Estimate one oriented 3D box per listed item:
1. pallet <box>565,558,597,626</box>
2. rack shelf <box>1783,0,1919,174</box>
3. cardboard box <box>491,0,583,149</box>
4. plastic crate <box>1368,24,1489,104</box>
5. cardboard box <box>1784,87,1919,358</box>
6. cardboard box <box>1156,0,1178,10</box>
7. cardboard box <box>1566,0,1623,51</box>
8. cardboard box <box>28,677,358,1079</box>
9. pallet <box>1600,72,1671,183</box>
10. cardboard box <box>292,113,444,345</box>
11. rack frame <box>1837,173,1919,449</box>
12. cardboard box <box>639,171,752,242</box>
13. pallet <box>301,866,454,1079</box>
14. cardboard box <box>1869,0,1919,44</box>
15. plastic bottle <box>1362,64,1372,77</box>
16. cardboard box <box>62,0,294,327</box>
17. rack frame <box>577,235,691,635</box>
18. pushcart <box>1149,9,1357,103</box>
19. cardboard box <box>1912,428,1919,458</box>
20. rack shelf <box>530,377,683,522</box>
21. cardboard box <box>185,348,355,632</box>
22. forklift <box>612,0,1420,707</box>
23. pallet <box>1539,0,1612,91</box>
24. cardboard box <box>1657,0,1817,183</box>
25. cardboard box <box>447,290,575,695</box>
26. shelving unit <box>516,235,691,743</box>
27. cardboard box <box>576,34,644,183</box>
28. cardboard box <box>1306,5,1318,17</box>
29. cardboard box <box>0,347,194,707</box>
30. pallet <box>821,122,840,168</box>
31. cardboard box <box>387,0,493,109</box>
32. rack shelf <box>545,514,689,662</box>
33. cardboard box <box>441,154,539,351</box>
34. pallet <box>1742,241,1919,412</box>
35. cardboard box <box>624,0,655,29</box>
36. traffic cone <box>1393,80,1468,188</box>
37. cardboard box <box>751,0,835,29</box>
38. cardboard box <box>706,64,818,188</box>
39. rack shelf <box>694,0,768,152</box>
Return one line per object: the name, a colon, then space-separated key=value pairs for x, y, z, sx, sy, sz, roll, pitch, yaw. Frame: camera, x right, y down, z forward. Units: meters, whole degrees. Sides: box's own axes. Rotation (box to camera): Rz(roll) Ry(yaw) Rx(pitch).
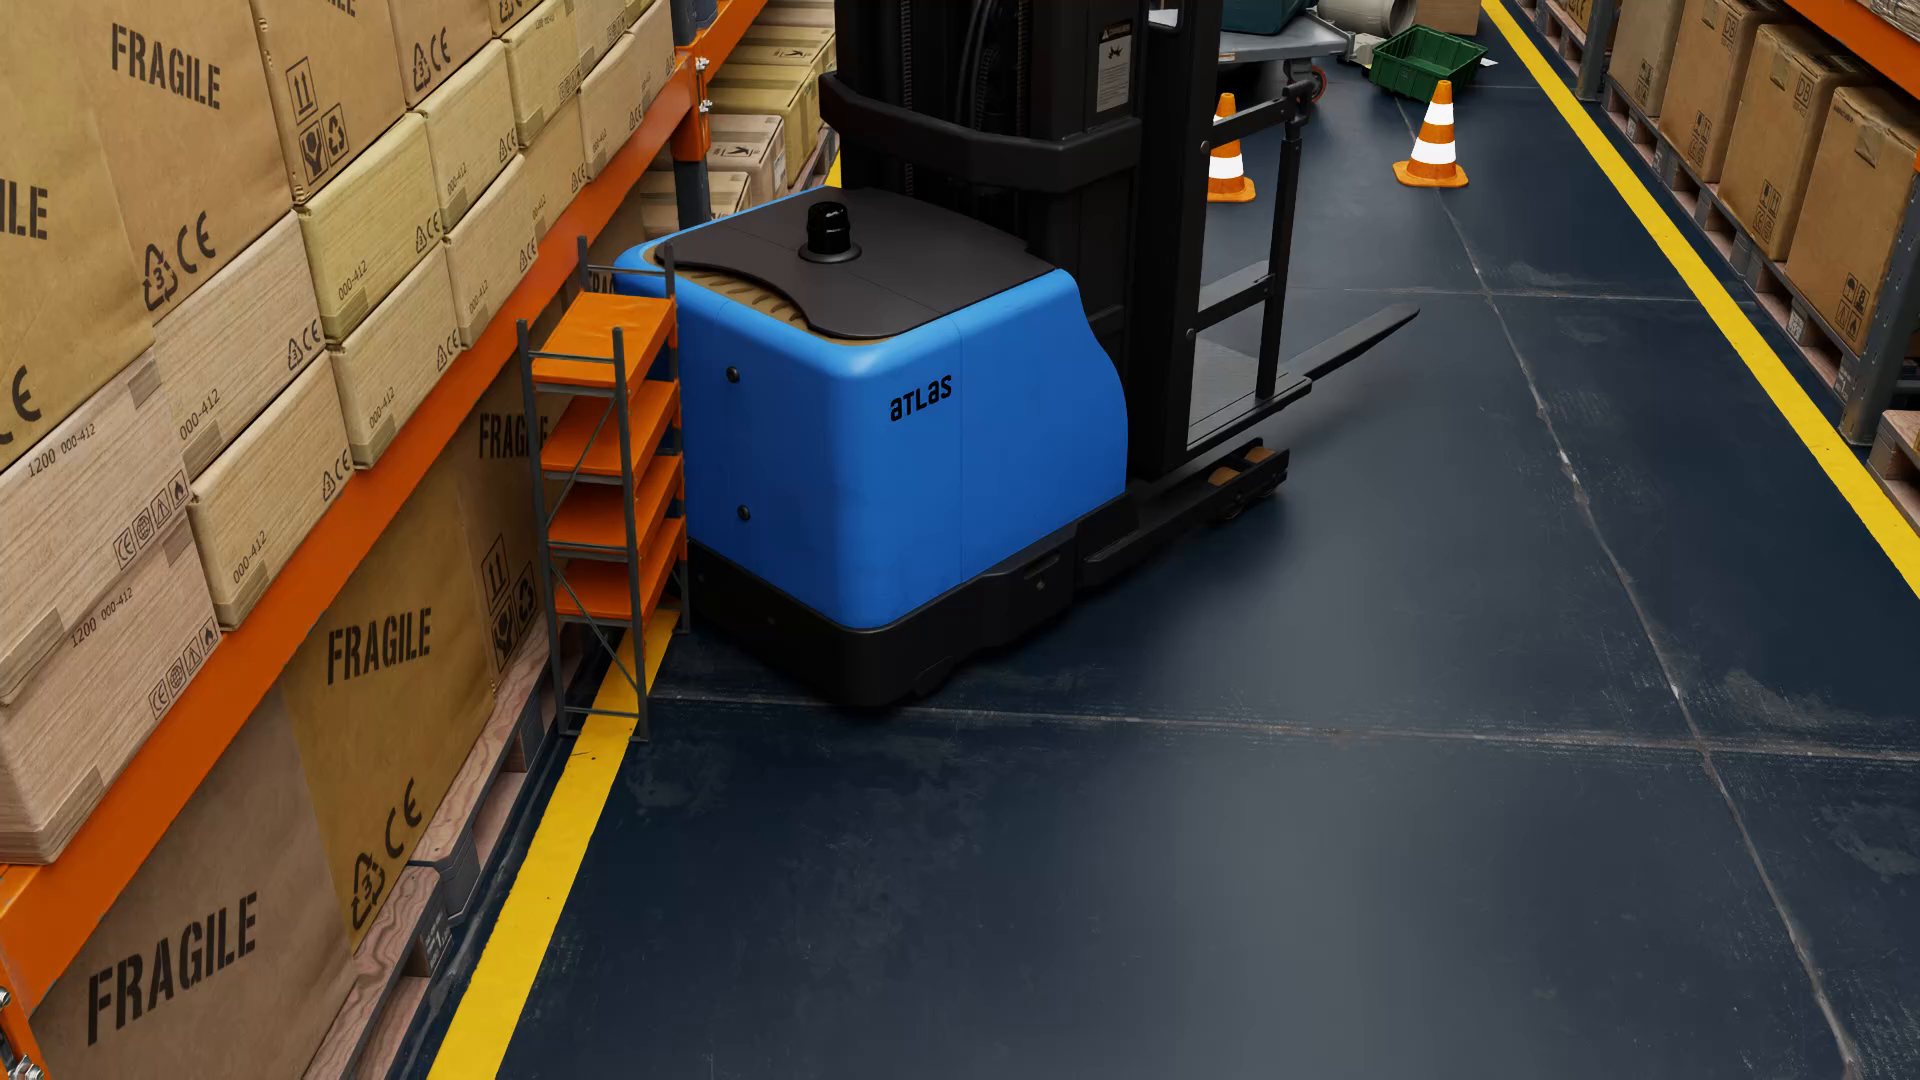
pallet: x=-1.491 y=-0.170 z=5.325 sx=1.003 sy=0.211 sz=1.213 roll=2 pitch=32 yaw=4
rack shelf: x=3.753 y=-2.347 z=6.886 sx=1.077 sy=0.370 sz=4.000 roll=2 pitch=32 yaw=4
cardboard box: x=-1.197 y=-1.114 z=3.866 sx=0.500 sy=0.250 sz=0.500 roll=2 pitch=32 yaw=3
plastic crate: x=2.624 y=-2.674 z=9.355 sx=0.450 sy=0.188 sz=0.662 roll=29 pitch=41 yaw=23
cardboard box: x=3.729 y=-1.143 z=5.990 sx=1.050 sy=0.750 sz=0.750 roll=2 pitch=32 yaw=3
cardboard box: x=1.612 y=-3.429 z=10.205 sx=0.797 sy=0.637 sz=0.503 roll=2 pitch=32 yaw=4
cardboard box: x=4.037 y=-3.300 z=9.370 sx=0.875 sy=0.875 sz=0.875 roll=3 pitch=32 yaw=5
cardboard box: x=-1.707 y=0.723 z=2.842 sx=0.875 sy=0.875 sz=0.875 roll=3 pitch=32 yaw=6
pallet: x=3.928 y=-2.106 z=8.466 sx=1.003 sy=0.211 sz=1.213 roll=2 pitch=32 yaw=4
cardboard box: x=-1.278 y=-0.578 z=2.996 sx=0.500 sy=0.250 sz=0.500 roll=3 pitch=32 yaw=5
rack frame: x=3.590 y=-1.608 z=5.000 sx=1.000 sy=3.000 sz=0.127 roll=2 pitch=32 yaw=4
cardboard box: x=-1.296 y=-1.122 z=6.315 sx=0.950 sy=0.372 sz=0.625 roll=0 pitch=32 yaw=1
pallet: x=-1.690 y=1.106 z=3.255 sx=1.003 sy=0.211 sz=1.213 roll=2 pitch=32 yaw=4
cardboard box: x=3.359 y=-1.897 z=5.374 sx=0.500 sy=0.500 sz=0.500 roll=2 pitch=32 yaw=4
plastic bottle: x=2.434 y=-2.657 z=9.504 sx=0.133 sy=0.061 sz=0.283 roll=-14 pitch=34 yaw=-21
cardboard box: x=-1.341 y=-0.628 z=2.362 sx=0.500 sy=0.500 sz=0.500 roll=2 pitch=32 yaw=4
rack frame: x=-0.866 y=-0.245 z=4.474 sx=0.240 sy=1.200 sz=0.015 roll=5 pitch=33 yaw=3
pushcart: x=1.250 y=-2.670 z=9.224 sx=1.648 sy=0.377 sz=0.936 roll=-8 pitch=33 yaw=-13
cardboard box: x=3.278 y=-0.363 z=4.963 sx=0.500 sy=0.500 sz=0.500 roll=1 pitch=32 yaw=2
rack shelf: x=-0.880 y=-0.245 z=4.184 sx=0.258 sy=0.148 sz=0.480 roll=5 pitch=33 yaw=3
cardboard box: x=-1.338 y=-0.100 z=2.697 sx=0.500 sy=0.250 sz=0.500 roll=2 pitch=32 yaw=3
forklift: x=0.435 y=-1.483 z=4.862 sx=1.130 sy=2.935 sz=3.031 roll=27 pitch=41 yaw=36
pallet: x=4.056 y=-2.907 z=9.765 sx=1.003 sy=0.211 sz=1.213 roll=2 pitch=32 yaw=4
cardboard box: x=3.873 y=-2.088 z=7.523 sx=1.050 sy=0.750 sz=0.750 roll=2 pitch=32 yaw=4
cardboard box: x=-1.568 y=-0.217 z=4.368 sx=0.875 sy=0.875 sz=0.875 roll=3 pitch=32 yaw=5
shelving unit: x=-0.888 y=-0.114 z=4.269 sx=0.258 sy=1.200 sz=0.503 roll=5 pitch=33 yaw=3
cardboard box: x=-1.160 y=-1.159 z=4.415 sx=0.500 sy=0.250 sz=0.500 roll=3 pitch=32 yaw=5
cardboard box: x=2.220 y=-3.513 z=10.697 sx=0.396 sy=0.266 sz=0.258 roll=8 pitch=32 yaw=12
cardboard box: x=-1.361 y=-0.042 z=2.125 sx=0.500 sy=0.250 sz=0.500 roll=2 pitch=32 yaw=3
pallet: x=-1.088 y=-2.264 z=8.722 sx=1.003 sy=0.211 sz=1.213 roll=2 pitch=32 yaw=4
cardboard box: x=-1.262 y=-1.161 z=3.226 sx=0.500 sy=0.500 sz=0.500 roll=2 pitch=32 yaw=3
rack shelf: x=-0.901 y=0.109 z=4.414 sx=0.258 sy=0.148 sz=0.480 roll=5 pitch=33 yaw=3
cardboard box: x=-1.230 y=-0.629 z=3.554 sx=0.500 sy=0.250 sz=0.500 roll=2 pitch=32 yaw=3
pallet: x=3.729 y=-0.830 z=6.395 sx=1.003 sy=0.211 sz=1.213 roll=2 pitch=32 yaw=4
cardboard box: x=-1.138 y=-1.651 z=4.737 sx=0.500 sy=0.250 sz=0.500 roll=2 pitch=32 yaw=4
traffic cone: x=2.302 y=-1.983 z=8.026 sx=0.336 sy=0.463 sz=0.334 roll=2 pitch=32 yaw=4
cardboard box: x=-1.066 y=-2.644 z=8.785 sx=0.950 sy=0.372 sz=0.625 roll=3 pitch=32 yaw=5
cardboard box: x=-1.176 y=-1.904 z=7.585 sx=0.950 sy=0.372 sz=0.625 roll=3 pitch=32 yaw=6
rack shelf: x=-1.189 y=-2.506 z=7.143 sx=1.077 sy=0.370 sz=4.000 roll=2 pitch=32 yaw=4
